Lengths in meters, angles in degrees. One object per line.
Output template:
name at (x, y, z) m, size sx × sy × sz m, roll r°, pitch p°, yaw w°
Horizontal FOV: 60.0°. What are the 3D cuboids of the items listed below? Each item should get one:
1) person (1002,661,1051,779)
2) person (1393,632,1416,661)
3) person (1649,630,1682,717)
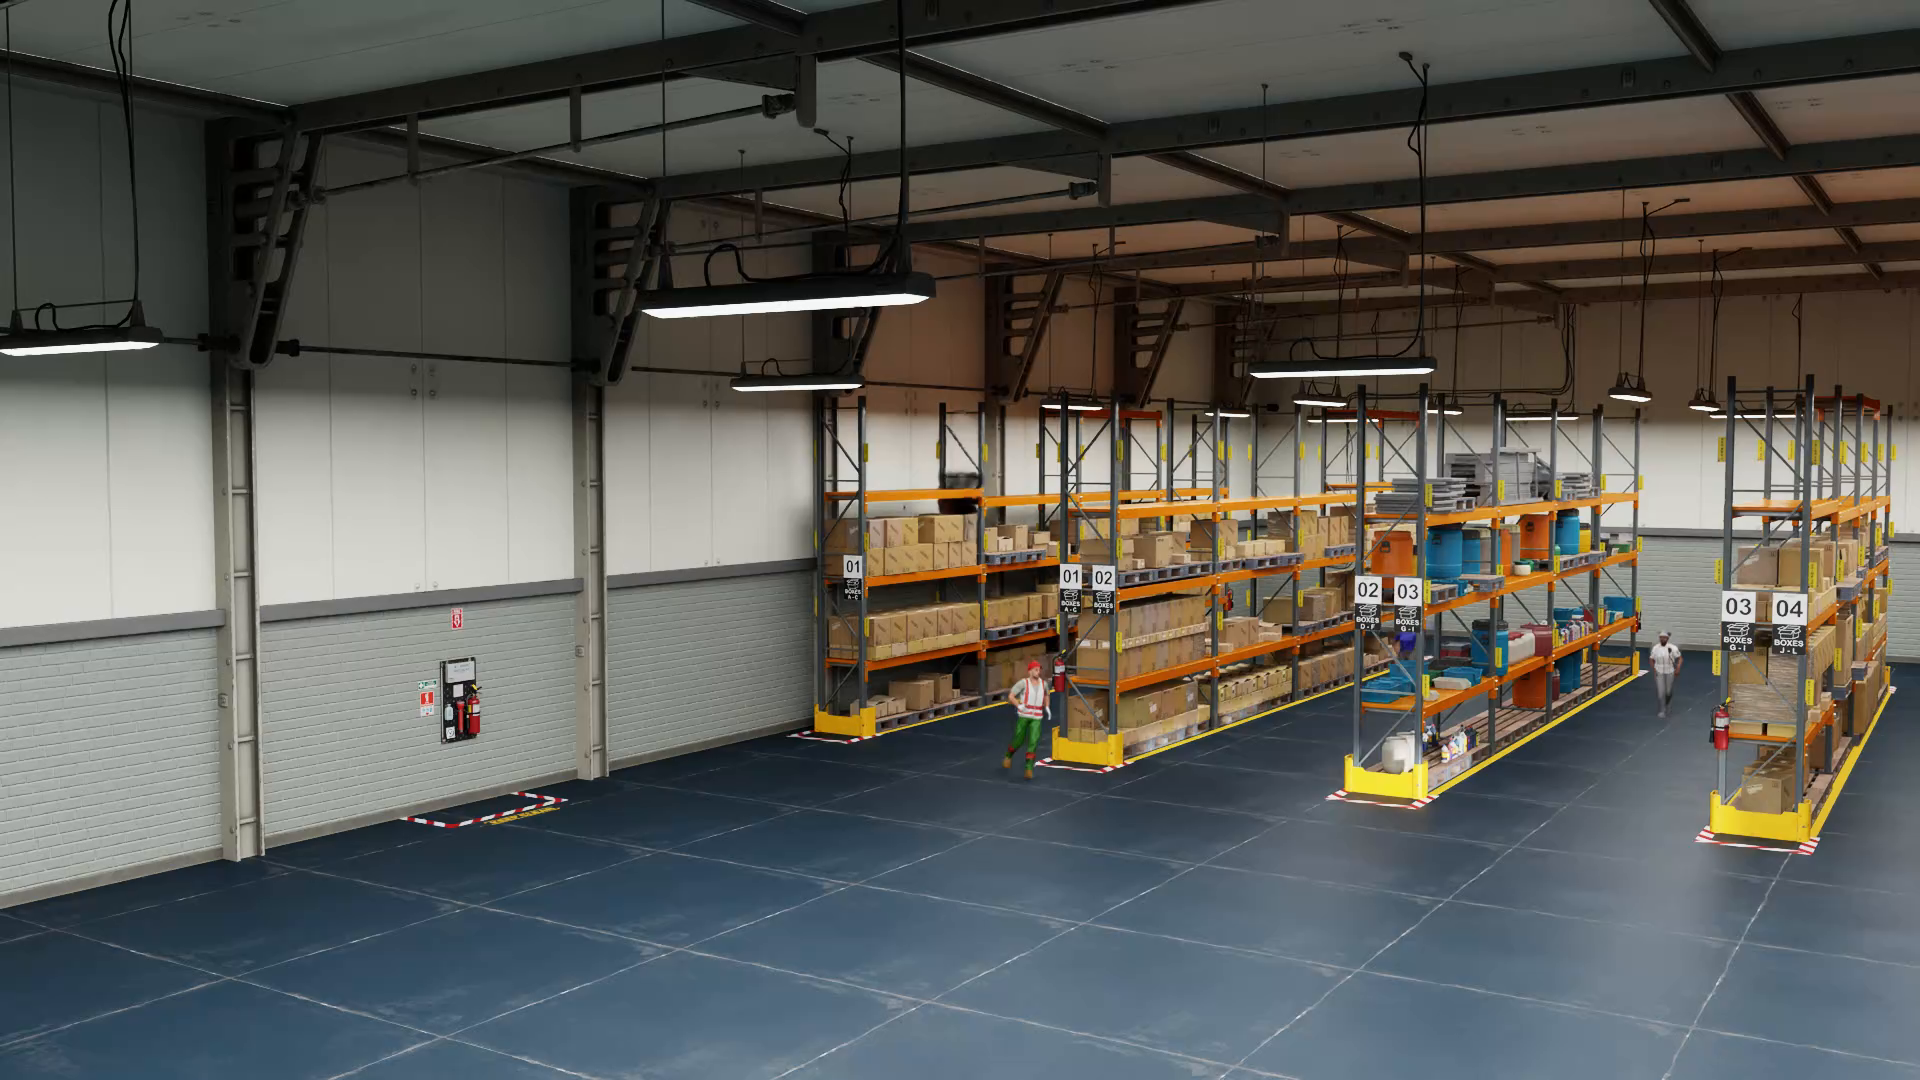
person at (1.109, 2.753, 25.795) m, size 0.717 × 1.747 × 0.979 m, roll -1°, pitch 3°, yaw -17°
person at (9.244, 2.406, 34.338) m, size 0.598 × 1.627 × 0.661 m, roll 1°, pitch 3°, yaw 20°
person at (13.311, 2.531, 31.421) m, size 0.574 × 1.660 × 0.476 m, roll 2°, pitch 3°, yaw 29°
